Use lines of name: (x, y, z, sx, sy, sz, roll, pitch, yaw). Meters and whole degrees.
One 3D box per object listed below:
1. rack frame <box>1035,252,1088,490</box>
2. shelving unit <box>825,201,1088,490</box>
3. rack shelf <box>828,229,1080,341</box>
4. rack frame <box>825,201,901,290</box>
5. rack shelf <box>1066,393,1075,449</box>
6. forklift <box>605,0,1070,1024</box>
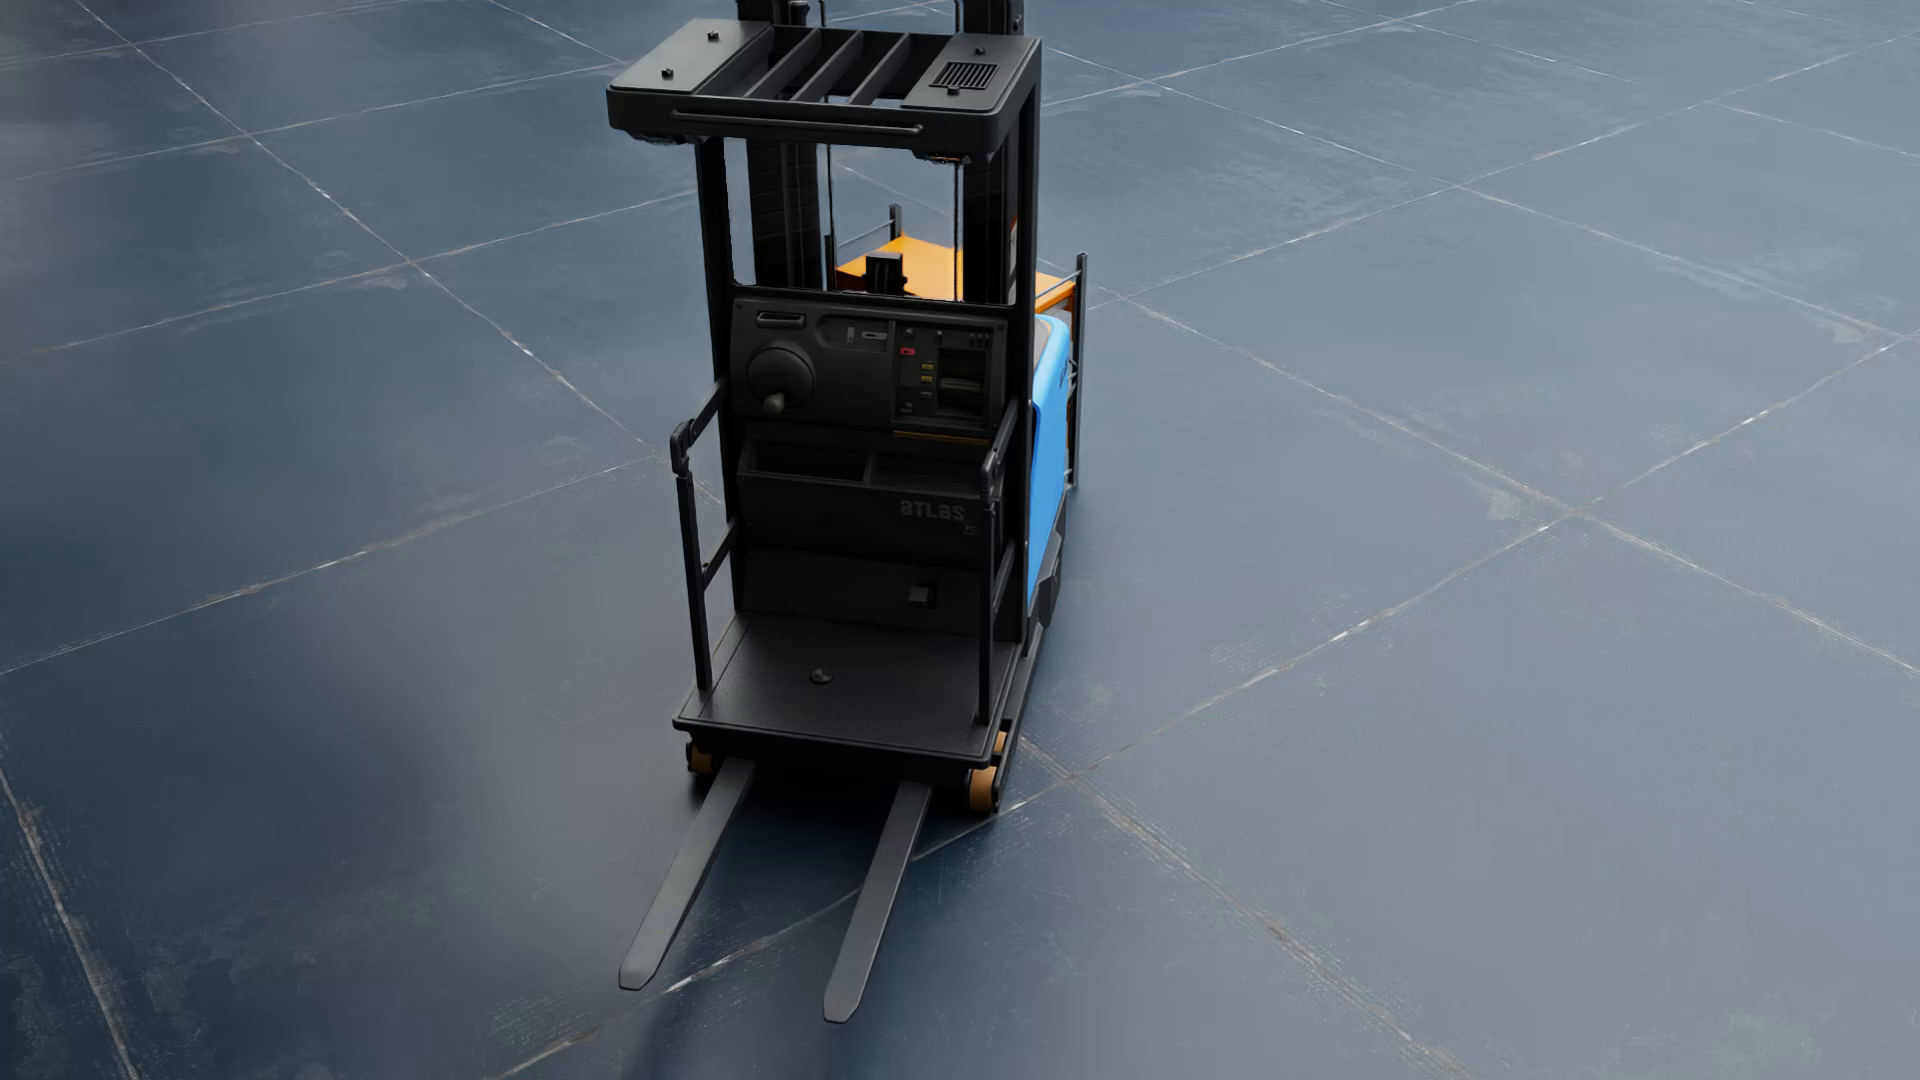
rack frame: (0.384, -0.643, 7.219, 0.032, 1.125, 0.500, 21, 38, 30)
shelving unit: (-0.024, -0.802, 7.476, 1.048, 1.125, 0.538, 21, 38, 30)
rack shelf: (-0.024, -1.051, 7.321, 1.000, 0.278, 0.538, 21, 38, 30)
rack frame: (-0.432, -0.962, 7.733, 0.032, 1.125, 0.500, 21, 38, 30)
rack shelf: (-0.024, -0.595, 7.605, 1.000, 0.278, 0.538, 21, 38, 30)
forklift: (-0.347, -0.522, 5.312, 1.130, 2.935, 3.031, 6, 32, 10)
